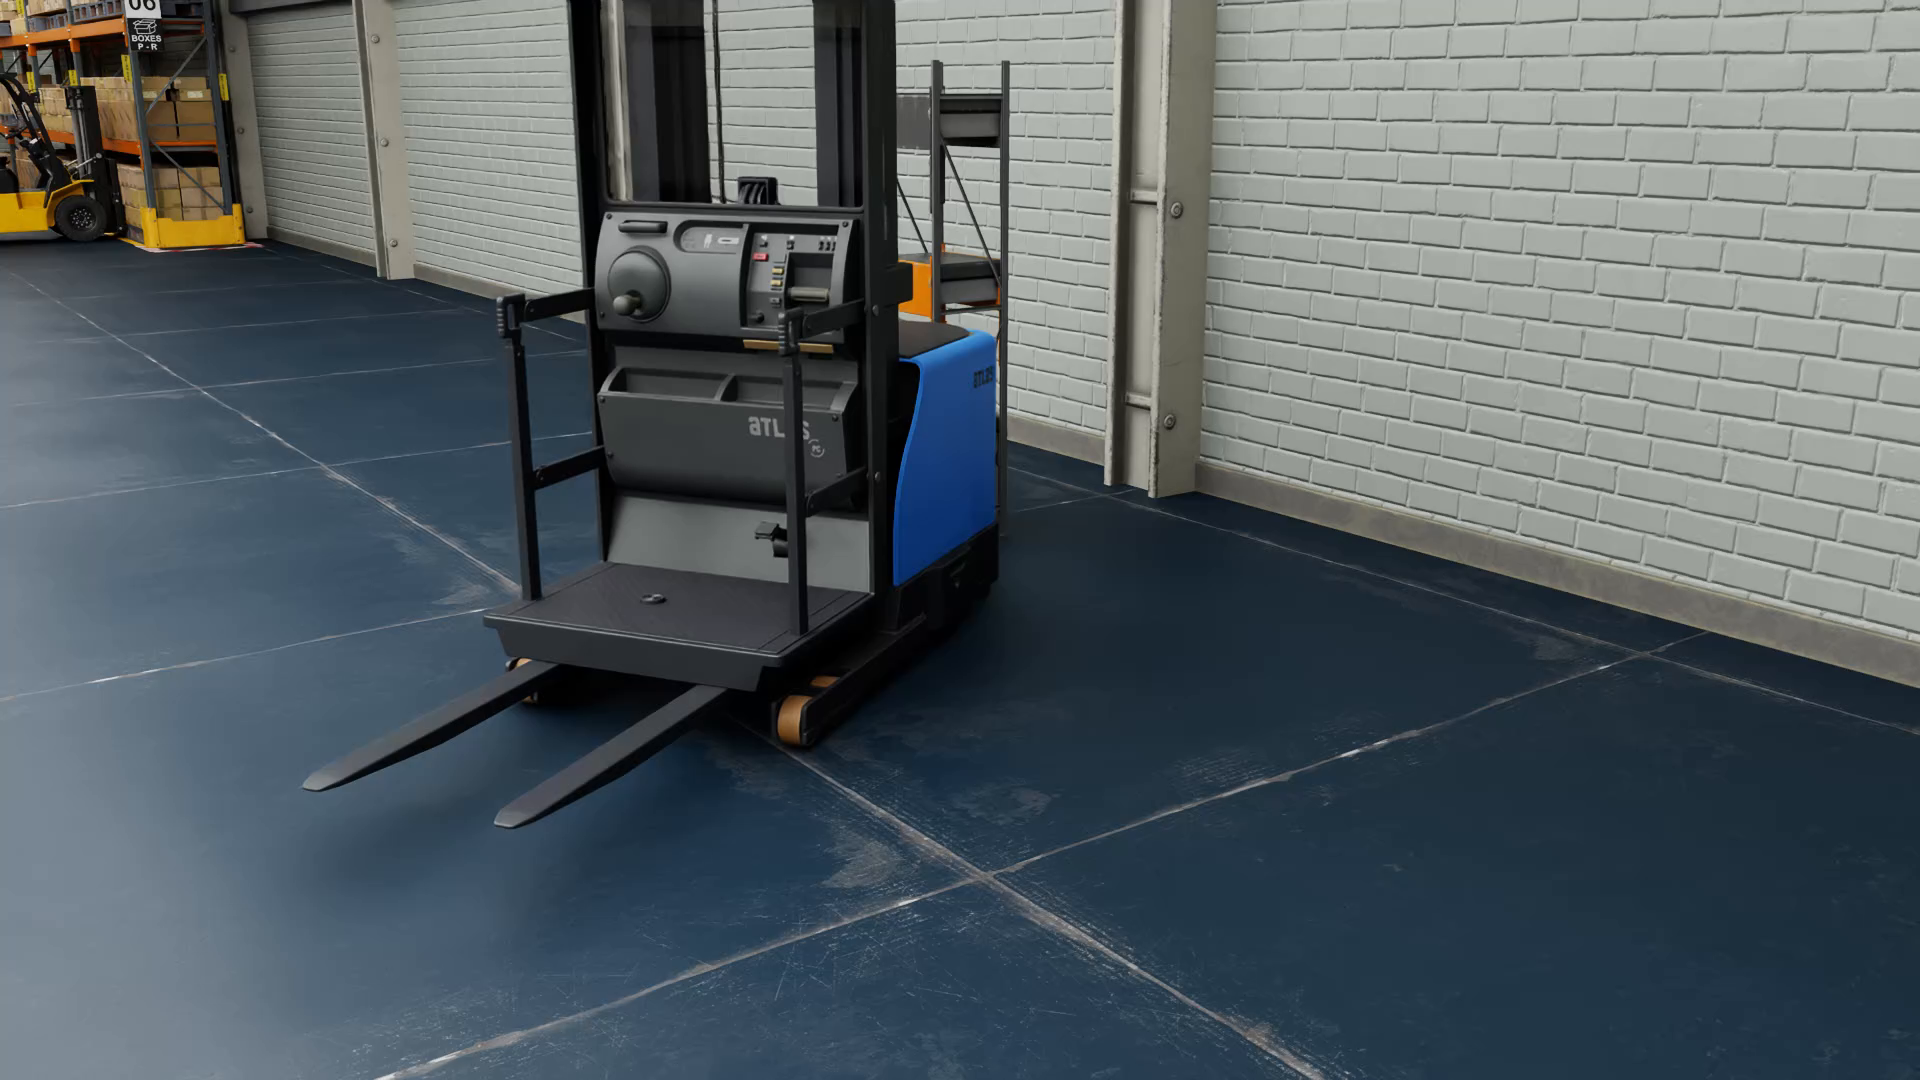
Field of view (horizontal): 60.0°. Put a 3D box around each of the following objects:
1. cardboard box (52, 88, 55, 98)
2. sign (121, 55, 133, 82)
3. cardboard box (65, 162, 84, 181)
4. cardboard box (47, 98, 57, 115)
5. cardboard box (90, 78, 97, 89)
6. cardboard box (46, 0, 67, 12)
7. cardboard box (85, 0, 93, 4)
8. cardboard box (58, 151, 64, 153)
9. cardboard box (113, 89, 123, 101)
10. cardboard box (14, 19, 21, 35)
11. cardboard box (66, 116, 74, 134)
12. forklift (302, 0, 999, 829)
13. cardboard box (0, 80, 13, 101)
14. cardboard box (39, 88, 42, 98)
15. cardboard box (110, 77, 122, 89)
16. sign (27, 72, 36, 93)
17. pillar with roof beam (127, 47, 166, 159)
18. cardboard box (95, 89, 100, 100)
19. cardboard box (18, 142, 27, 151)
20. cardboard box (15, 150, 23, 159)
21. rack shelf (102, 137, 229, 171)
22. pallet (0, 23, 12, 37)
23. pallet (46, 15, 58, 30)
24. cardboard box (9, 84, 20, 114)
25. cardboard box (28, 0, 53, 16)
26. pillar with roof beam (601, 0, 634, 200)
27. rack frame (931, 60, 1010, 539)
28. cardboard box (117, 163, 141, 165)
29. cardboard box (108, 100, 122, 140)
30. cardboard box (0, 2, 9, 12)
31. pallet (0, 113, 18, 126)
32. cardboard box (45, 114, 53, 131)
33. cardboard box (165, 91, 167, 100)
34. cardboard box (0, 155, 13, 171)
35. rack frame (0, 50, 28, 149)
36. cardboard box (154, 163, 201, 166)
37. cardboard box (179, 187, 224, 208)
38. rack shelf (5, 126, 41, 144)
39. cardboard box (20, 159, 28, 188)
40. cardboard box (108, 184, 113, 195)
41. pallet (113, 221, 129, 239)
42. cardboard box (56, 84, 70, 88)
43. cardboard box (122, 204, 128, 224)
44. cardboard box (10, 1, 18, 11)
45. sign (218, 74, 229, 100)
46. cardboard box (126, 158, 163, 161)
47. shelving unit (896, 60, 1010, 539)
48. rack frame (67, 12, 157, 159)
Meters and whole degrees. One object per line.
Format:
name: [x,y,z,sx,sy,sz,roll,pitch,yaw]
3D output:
cardboard box: [-13.905,-6.959,25.901,0.380,0.149,0.250,-10,18,-33]
sign: [-10.365,-5.869,20.694,0.100,0.325,0.005,-11,19,-35]
cardboard box: [-13.479,-5.625,26.149,0.875,0.625,0.625,-12,19,-37]
cardboard box: [-13.972,-6.800,26.075,0.500,0.250,0.500,-11,19,-36]
cardboard box: [-11.870,-6.356,23.135,0.380,0.149,0.250,-10,18,-33]
cardboard box: [-13.344,-8.066,24.868,0.500,0.311,0.500,-12,19,-36]
cardboard box: [-11.642,-7.400,22.518,0.396,0.266,0.258,-11,19,-36]
cardboard box: [-15.924,-6.892,29.785,0.380,0.149,0.250,-10,18,-33]
cardboard box: [-10.957,-5.888,21.989,0.380,0.149,0.250,-12,19,-36]
cardboard box: [-15.416,-8.539,27.695,0.500,0.250,0.500,-11,19,-34]
cardboard box: [-13.078,-6.232,24.949,0.500,0.250,0.500,-11,19,-35]
forklift: [-0.860,-0.889,5.274,1.130,2.935,3.031,6,16,21]
cardboard box: [-18.394,-8.668,31.862,0.500,0.500,0.500,-10,18,-33]
cardboard box: [-14.672,-7.233,26.902,0.380,0.149,0.250,-10,18,-33]
cardboard box: [-10.974,-6.028,21.937,0.380,0.149,0.250,-10,18,-33]
sign: [-15.055,-7.419,26.959,0.100,0.325,0.005,-11,19,-35]
pillar with roof beam: [-16.608,-9.072,23.677,9.100,9.000,0.400,-11,19,-35]
cardboard box: [-11.727,-6.157,22.970,0.380,0.149,0.250,-11,19,-35]
cardboard box: [-16.786,-7.127,30.080,0.380,0.149,0.250,-12,19,-37]
cardboard box: [-16.978,-7.031,30.295,0.380,0.149,0.250,-10,18,-32]
rack shelf: [-11.094,-5.357,22.830,1.077,0.370,4.000,-11,19,-35]
pallet: [-16.034,-8.825,28.810,1.213,0.211,1.003,-11,19,-35]
pallet: [-13.490,-7.972,25.696,1.003,0.211,1.213,-10,18,-32]
cardboard box: [-16.104,-7.674,28.948,0.700,0.500,0.500,-11,19,-35]
cardboard box: [-14.393,-8.539,26.235,0.500,0.500,0.500,-11,19,-34]
pillar with roof beam: [-6.025,-5.229,9.633,9.100,9.000,0.400,-11,19,-35]
rack frame: [0.046,-0.996,7.238,0.400,2.100,0.015,-11,19,-35]
cardboard box: [-11.342,-5.009,22.715,0.500,0.250,0.500,-11,19,-36]
cardboard box: [-11.018,-5.611,22.206,0.500,0.500,0.500,-11,19,-36]
cardboard box: [-16.199,-9.108,28.416,0.380,0.149,0.250,-11,19,-34]
pallet: [-16.592,-7.559,29.877,1.003,0.211,1.213,-11,19,-35]
cardboard box: [-14.266,-6.672,26.556,0.500,0.250,0.500,-11,19,-36]
cardboard box: [-10.248,-5.849,21.846,0.380,0.149,0.250,-11,19,-36]
cardboard box: [-17.961,-7.135,31.902,0.700,0.500,0.500,-12,19,-37]
rack frame: [-19.325,-8.694,33.658,1.000,3.000,0.127,-11,19,-35]
cardboard box: [-10.629,-4.982,22.617,0.500,0.250,0.500,-11,19,-35]
cardboard box: [-10.026,-4.527,21.901,0.500,0.250,0.500,-10,18,-34]
rack shelf: [-15.797,-7.065,29.072,1.077,0.370,4.000,-11,19,-35]
cardboard box: [-16.550,-6.586,29.897,0.500,0.500,0.500,-11,19,-35]
cardboard box: [-11.355,-4.773,22.799,0.500,0.250,0.500,-11,19,-35]
pallet: [-11.114,-4.349,23.067,1.003,0.211,1.213,-11,19,-35]
cardboard box: [-14.798,-7.370,27.838,0.500,0.500,0.500,-10,18,-32]
cardboard box: [-11.021,-4.421,22.458,0.500,0.250,0.500,-11,19,-34]
cardboard box: [-15.676,-8.947,27.865,0.380,0.149,0.250,-11,19,-36]
sign: [-9.465,-5.818,21.360,0.100,0.325,0.005,-11,19,-35]
cardboard box: [-11.824,-5.415,24.197,0.500,0.250,0.500,-10,18,-33]
shelving unit: [-0.097,-1.048,7.428,0.431,2.100,0.503,-11,19,-35]
rack frame: [-12.269,-6.131,24.296,1.000,3.000,0.127,-11,19,-35]
